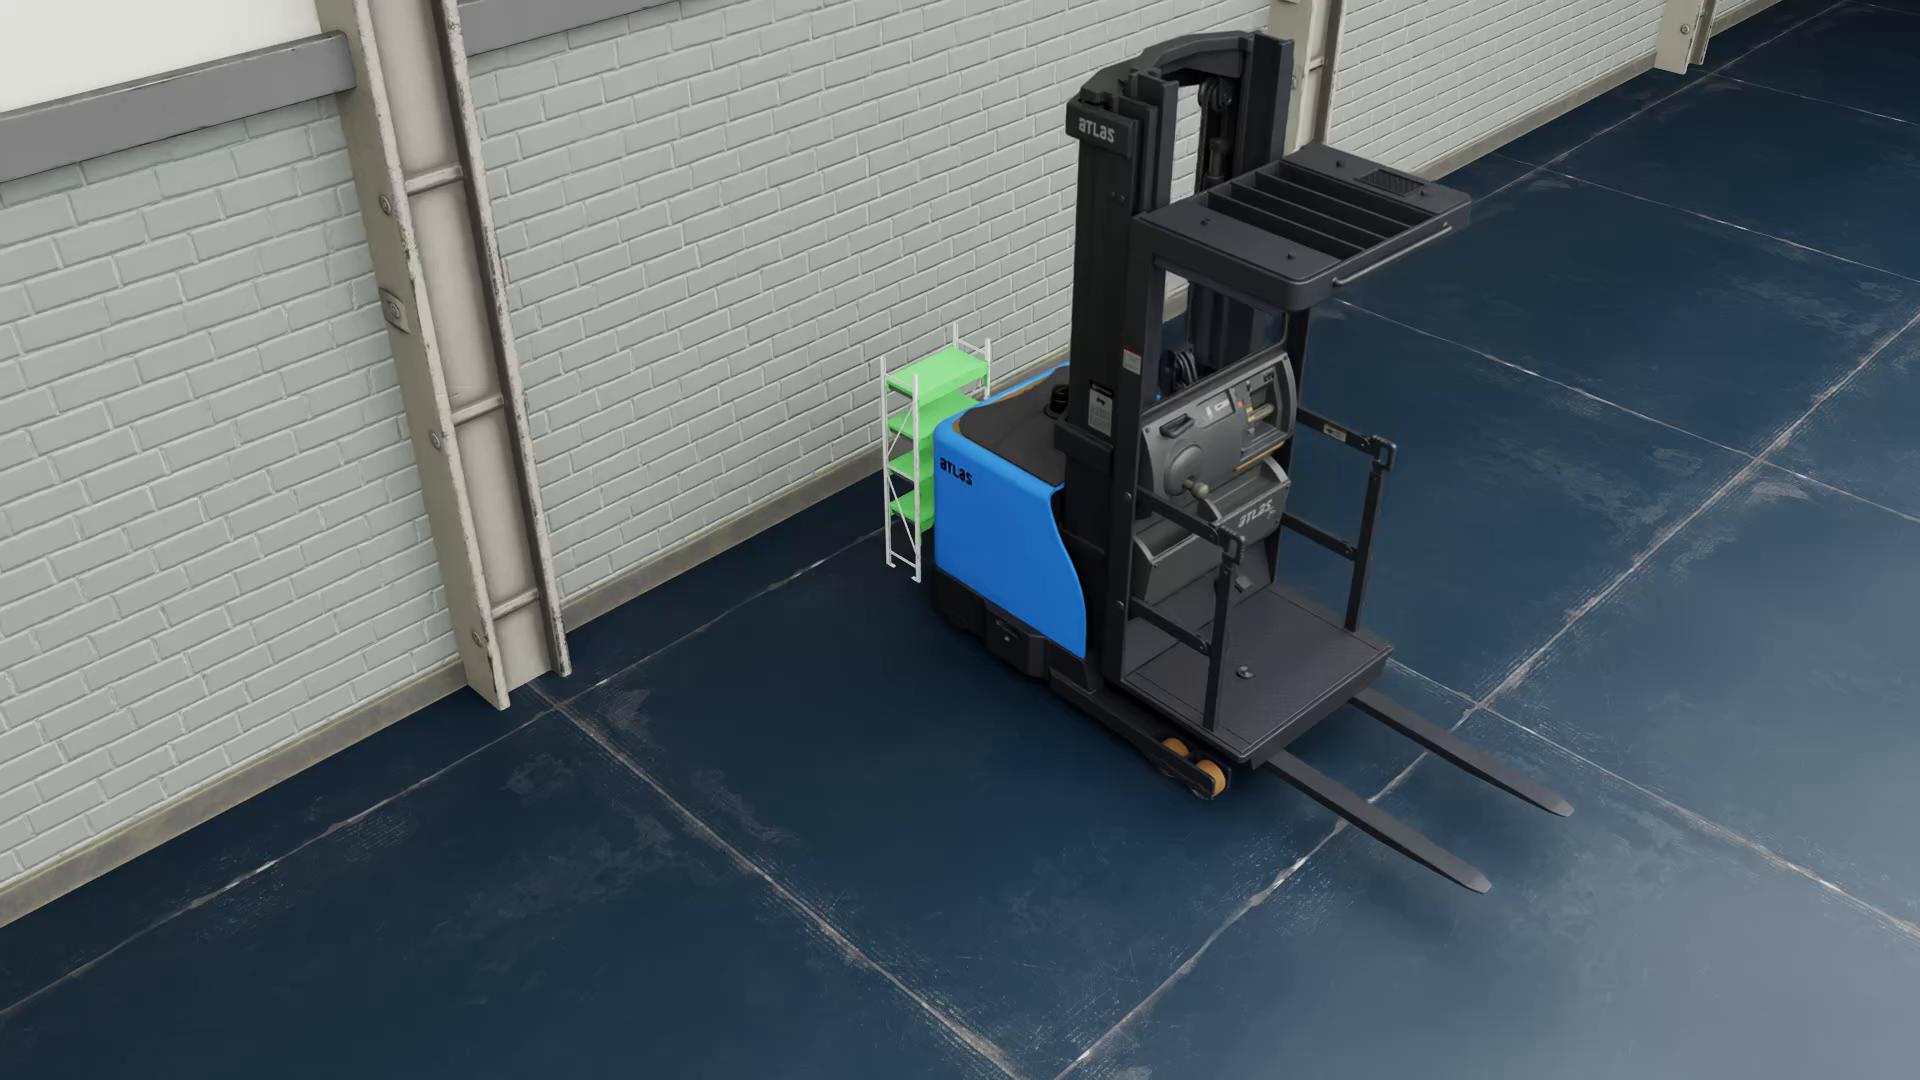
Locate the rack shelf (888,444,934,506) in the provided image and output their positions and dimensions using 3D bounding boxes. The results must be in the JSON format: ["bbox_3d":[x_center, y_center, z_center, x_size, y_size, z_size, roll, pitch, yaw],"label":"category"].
[{"bbox_3d":[-0.117,-0.373,8.338,0.258,0.148,0.480,30,45,35],"label":"rack shelf"}]

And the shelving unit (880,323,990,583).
[{"bbox_3d":[-0.117,-0.425,8.301,0.258,1.200,0.503,30,45,35],"label":"shelving unit"}]

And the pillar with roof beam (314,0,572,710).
[{"bbox_3d":[0.979,-1.315,2.759,9.100,9.000,0.400,30,45,35],"label":"pillar with roof beam"}]

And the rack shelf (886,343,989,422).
[{"bbox_3d":[-0.117,-0.766,8.063,0.258,0.148,0.480,30,45,35],"label":"rack shelf"}]

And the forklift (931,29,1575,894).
[{"bbox_3d":[1.231,-0.422,6.784,1.130,2.935,3.031,-28,44,-34],"label":"forklift"}]

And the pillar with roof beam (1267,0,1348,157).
[{"bbox_3d":[5.207,-3.750,6.252,9.100,9.000,0.400,30,45,35],"label":"pillar with roof beam"}]

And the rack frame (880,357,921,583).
[{"bbox_3d":[-0.289,-0.326,8.159,0.240,1.200,0.015,30,45,35],"label":"rack frame"}]

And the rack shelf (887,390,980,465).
[{"bbox_3d":[-0.117,-0.569,8.200,0.258,0.148,0.480,30,45,35],"label":"rack shelf"}]

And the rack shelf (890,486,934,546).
[{"bbox_3d":[-0.117,-0.176,8.475,0.258,0.148,0.480,30,45,35],"label":"rack shelf"}]

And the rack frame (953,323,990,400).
[{"bbox_3d":[0.055,-0.524,8.443,0.240,1.200,0.015,30,45,35],"label":"rack frame"}]

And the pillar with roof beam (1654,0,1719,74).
[{"bbox_3d":[9.434,-6.186,9.744,9.100,9.000,0.400,30,45,35],"label":"pillar with roof beam"}]
